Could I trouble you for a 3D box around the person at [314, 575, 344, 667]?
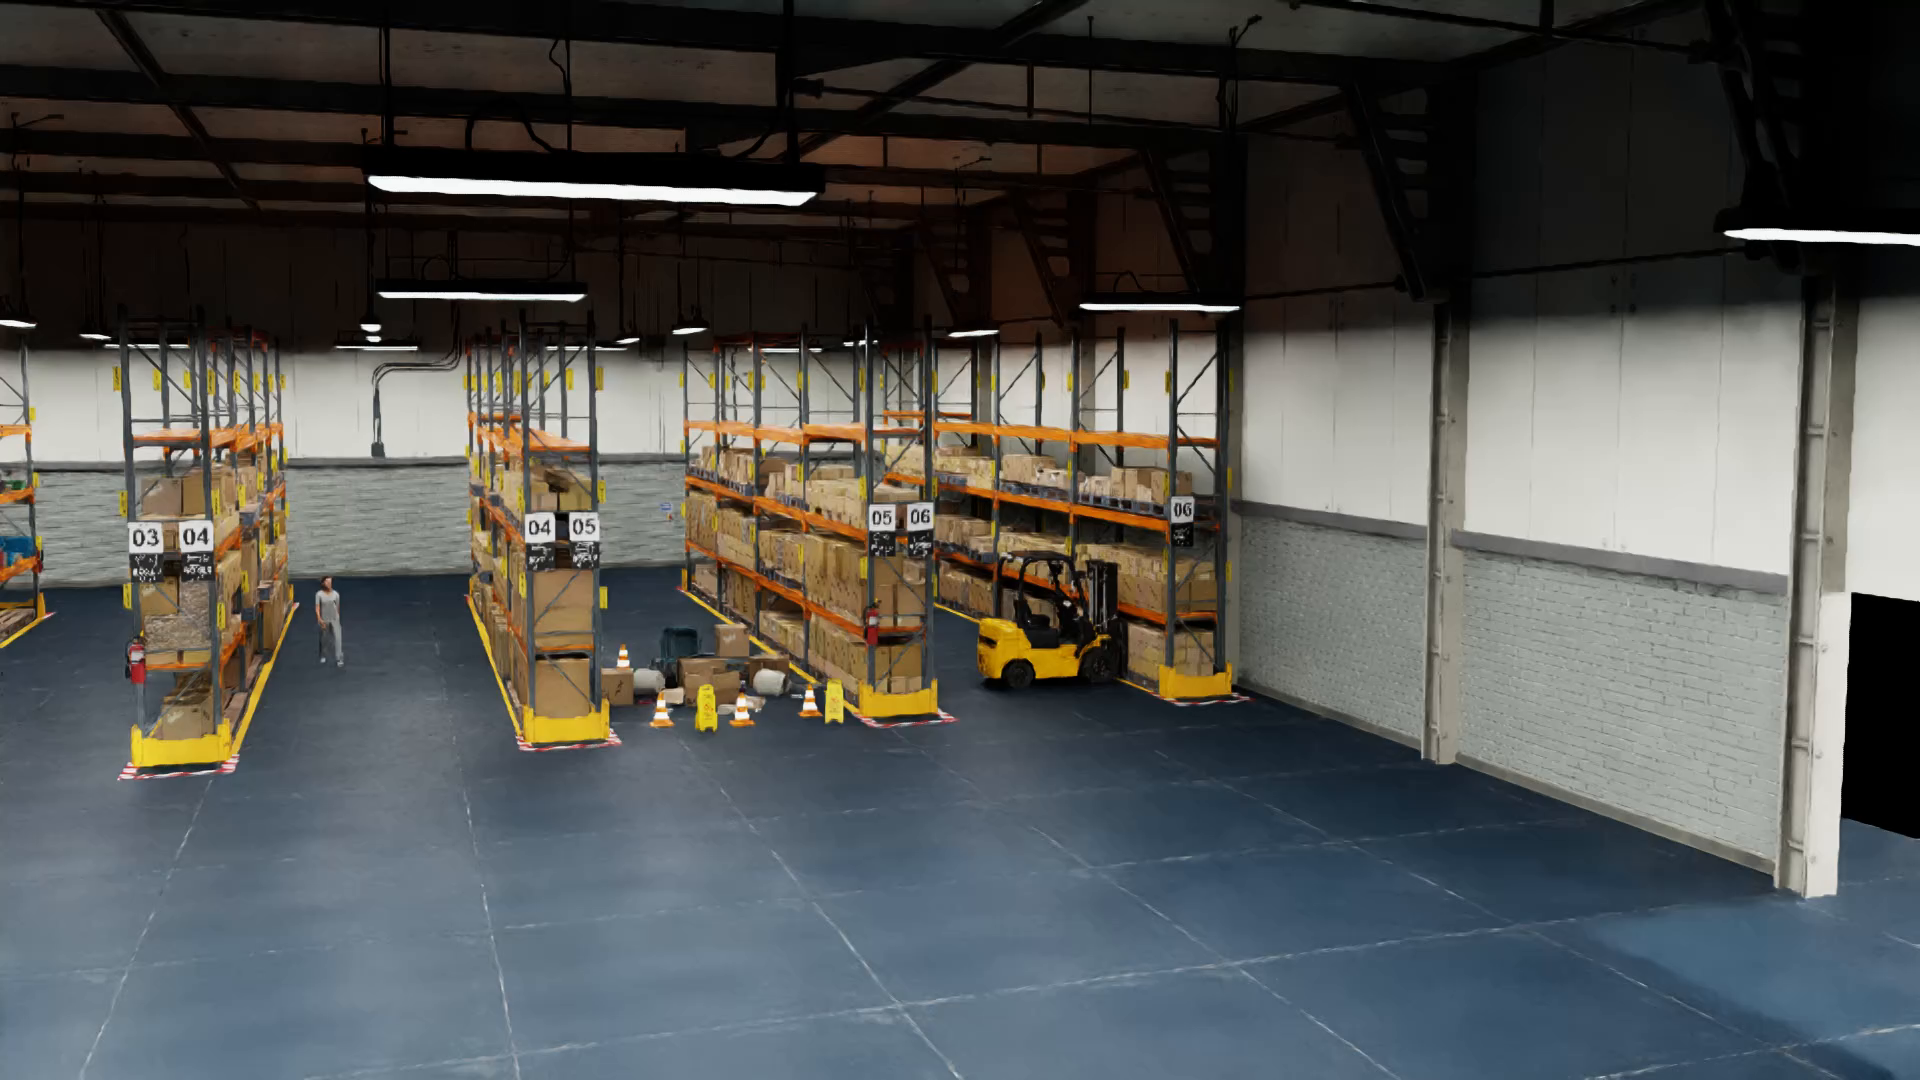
[{"bbox_3d":[-11.129,1.413,29.289,0.443,1.605,1.017,-3,6,-28],"label":"person"}]
